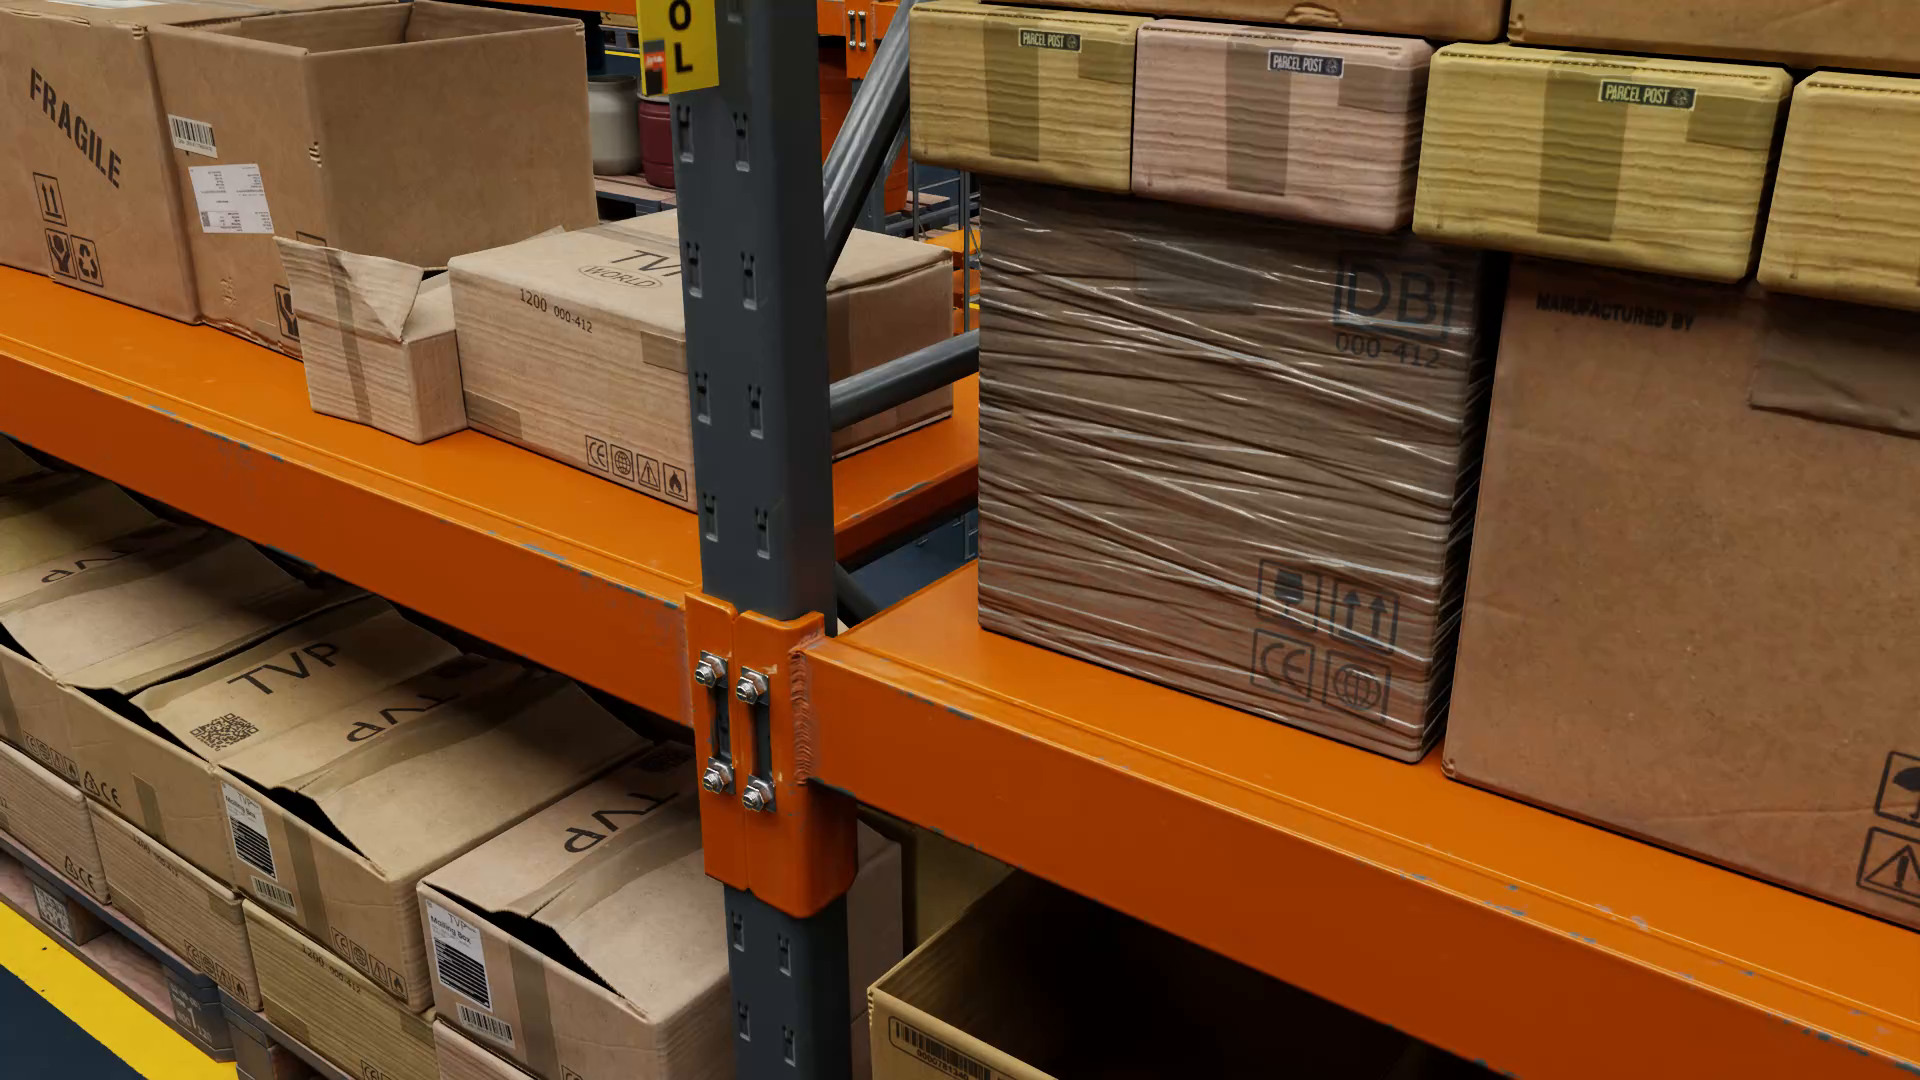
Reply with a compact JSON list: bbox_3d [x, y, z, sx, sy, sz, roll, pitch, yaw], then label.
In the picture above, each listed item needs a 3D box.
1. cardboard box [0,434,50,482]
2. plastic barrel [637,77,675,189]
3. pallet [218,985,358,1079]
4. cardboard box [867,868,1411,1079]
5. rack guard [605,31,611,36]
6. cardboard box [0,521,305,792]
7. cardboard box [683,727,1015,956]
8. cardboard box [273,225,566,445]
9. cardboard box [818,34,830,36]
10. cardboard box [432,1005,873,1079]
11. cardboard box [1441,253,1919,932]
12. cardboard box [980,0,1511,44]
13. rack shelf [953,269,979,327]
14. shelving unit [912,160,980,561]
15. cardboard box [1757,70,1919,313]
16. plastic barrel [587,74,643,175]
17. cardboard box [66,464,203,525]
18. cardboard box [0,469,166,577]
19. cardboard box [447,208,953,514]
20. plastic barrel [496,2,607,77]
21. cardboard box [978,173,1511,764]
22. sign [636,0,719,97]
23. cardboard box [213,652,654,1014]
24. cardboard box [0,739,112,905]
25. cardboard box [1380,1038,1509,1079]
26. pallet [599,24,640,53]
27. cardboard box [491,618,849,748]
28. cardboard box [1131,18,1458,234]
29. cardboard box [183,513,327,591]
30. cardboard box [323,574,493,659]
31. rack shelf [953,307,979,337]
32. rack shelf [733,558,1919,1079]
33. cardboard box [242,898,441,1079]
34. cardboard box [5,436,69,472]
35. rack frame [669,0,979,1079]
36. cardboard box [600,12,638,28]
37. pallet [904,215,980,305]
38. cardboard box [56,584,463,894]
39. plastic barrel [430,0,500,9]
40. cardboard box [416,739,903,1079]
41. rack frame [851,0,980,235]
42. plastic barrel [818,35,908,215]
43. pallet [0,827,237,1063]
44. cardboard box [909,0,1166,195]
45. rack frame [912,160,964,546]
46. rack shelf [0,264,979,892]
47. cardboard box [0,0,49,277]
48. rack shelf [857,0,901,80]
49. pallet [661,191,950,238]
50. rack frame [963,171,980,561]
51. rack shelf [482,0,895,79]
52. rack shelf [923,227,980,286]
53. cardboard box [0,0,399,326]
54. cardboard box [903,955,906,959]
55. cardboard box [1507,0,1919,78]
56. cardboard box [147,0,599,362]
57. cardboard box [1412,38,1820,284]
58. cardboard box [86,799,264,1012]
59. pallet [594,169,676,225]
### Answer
[{"bbox_3d":[-2.470,-0.061,3.862,0.500,0.311,0.500,16,28,32],"label":"cardboard box"},{"bbox_3d":[-1.470,-2.288,9.192,0.708,0.588,0.600,17,29,33],"label":"plastic barrel"},{"bbox_3d":[-0.550,0.862,3.032,1.213,0.211,1.003,17,29,33],"label":"pallet"},{"bbox_3d":[0.246,0.687,1.929,0.500,0.500,0.500,17,29,33],"label":"cardboard box"},{"bbox_3d":[-3.615,-5.208,16.450,0.348,0.500,1.175,17,29,33],"label":"rack guard"},{"bbox_3d":[-1.651,0.187,3.299,0.500,0.311,0.500,16,29,33],"label":"cardboard box"},{"bbox_3d":[-0.119,0.380,2.860,0.500,0.311,0.500,17,29,33],"label":"cardboard box"},{"bbox_3d":[-0.751,-0.341,2.470,0.258,0.266,0.396,16,28,32],"label":"cardboard box"},{"bbox_3d":[-0.875,-4.784,14.502,0.875,0.875,0.875,17,29,33],"label":"cardboard box"},{"bbox_3d":[-0.443,0.811,2.579,0.500,0.250,0.500,16,29,33],"label":"cardboard box"},{"bbox_3d":[0.847,-0.064,1.551,0.500,0.500,0.700,16,29,33],"label":"cardboard box"},{"bbox_3d":[0.422,-0.783,1.574,0.500,0.500,0.700,17,29,34],"label":"cardboard box"},{"bbox_3d":[0.012,-0.725,4.921,0.180,0.103,0.258,17,29,33],"label":"rack shelf"},{"bbox_3d":[0.012,-0.546,5.000,0.189,1.200,0.258,17,29,33],"label":"shelving unit"},{"bbox_3d":[0.781,-0.278,1.233,0.250,0.149,0.380,17,29,33],"label":"cardboard box"},{"bbox_3d":[-1.975,-2.361,9.452,0.421,0.512,0.421,0,24,0],"label":"plastic barrel"},{"bbox_3d":[-1.749,-0.113,3.980,0.500,0.311,0.500,17,29,33],"label":"cardboard box"},{"bbox_3d":[-2.063,0.063,3.580,0.500,0.311,0.500,16,28,32],"label":"cardboard box"},{"bbox_3d":[-0.357,-0.285,2.363,0.500,0.250,0.500,19,30,36],"label":"cardboard box"},{"bbox_3d":[-2.373,-2.704,9.749,0.708,0.901,0.600,17,29,33],"label":"plastic barrel"},{"bbox_3d":[0.422,-0.189,1.835,0.500,0.500,0.700,16,28,32],"label":"cardboard box"},{"bbox_3d":[-0.255,-0.565,1.474,0.005,0.325,0.100,17,29,33],"label":"sign"},{"bbox_3d":[-0.853,0.431,2.744,0.500,0.311,0.500,18,29,35],"label":"cardboard box"},{"bbox_3d":[-1.663,0.441,3.419,0.500,0.250,0.500,18,29,34],"label":"cardboard box"},{"bbox_3d":[0.651,0.806,1.661,0.500,0.500,0.500,17,29,33],"label":"cardboard box"},{"bbox_3d":[-2.909,-4.902,16.113,1.213,0.211,1.003,17,29,33],"label":"pallet"},{"bbox_3d":[-0.516,0.258,3.139,0.500,0.311,0.500,16,29,33],"label":"cardboard box"},{"bbox_3d":[0.362,-0.403,1.517,0.250,0.149,0.380,17,29,34],"label":"cardboard box"},{"bbox_3d":[-1.350,0.009,3.703,0.500,0.311,0.500,18,29,35],"label":"cardboard box"},{"bbox_3d":[-0.931,0.133,3.422,0.500,0.311,0.500,16,28,32],"label":"cardboard box"},{"bbox_3d":[0.012,-0.615,4.970,0.180,0.103,0.258,17,29,33],"label":"rack shelf"},{"bbox_3d":[1.663,0.564,1.142,4.000,0.370,1.077,17,29,33],"label":"rack shelf"},{"bbox_3d":[-0.847,0.688,2.858,0.500,0.250,0.500,16,29,33],"label":"cardboard box"},{"bbox_3d":[-2.151,-0.236,4.259,0.500,0.311,0.500,16,29,33],"label":"cardboard box"},{"bbox_3d":[0.063,-0.249,2.094,0.127,3.000,1.000,17,29,33],"label":"rack frame"},{"bbox_3d":[-3.035,-5.437,15.983,0.875,0.875,0.875,17,29,33],"label":"cardboard box"},{"bbox_3d":[0.432,-1.337,8.024,1.213,0.211,1.003,17,29,33],"label":"pallet"},{"bbox_3d":[-1.251,0.310,3.020,0.500,0.311,0.500,17,29,33],"label":"cardboard box"},{"bbox_3d":[-2.940,-2.875,10.138,0.708,0.901,0.600,17,29,33],"label":"plastic barrel"},{"bbox_3d":[-0.433,0.555,2.463,0.500,0.311,0.500,17,29,33],"label":"cardboard box"},{"bbox_3d":[-0.164,-2.813,7.915,0.127,3.000,1.000,17,29,33],"label":"rack frame"},{"bbox_3d":[-0.566,-2.125,8.524,0.708,0.830,0.600,17,29,33],"label":"plastic barrel"},{"bbox_3d":[-1.531,0.567,3.702,1.213,0.211,1.003,17,29,33],"label":"pallet"},{"bbox_3d":[0.162,-0.464,1.654,0.250,0.149,0.380,17,29,33],"label":"cardboard box"},{"bbox_3d":[-0.062,-0.568,5.050,0.006,1.200,0.240,17,29,33],"label":"rack frame"},{"bbox_3d":[-1.538,-0.403,3.337,4.000,0.370,1.077,17,29,33],"label":"rack shelf"},{"bbox_3d":[-1.786,-0.861,3.361,0.500,0.500,0.500,15,28,31],"label":"cardboard box"},{"bbox_3d":[1.436,-2.000,6.962,4.000,0.370,1.077,17,29,33],"label":"rack shelf"},{"bbox_3d":[-0.820,-1.714,8.879,1.213,0.211,1.003,17,29,33],"label":"pallet"},{"bbox_3d":[0.085,-0.523,4.950,0.006,1.200,0.240,17,29,33],"label":"rack frame"},{"bbox_3d":[-1.765,-2.968,9.158,4.000,0.370,1.077,17,29,33],"label":"rack shelf"},{"bbox_3d":[0.012,-0.834,4.873,0.180,0.103,0.258,17,29,33],"label":"rack shelf"},{"bbox_3d":[-1.364,-0.734,3.072,0.500,0.500,0.500,17,29,33],"label":"cardboard box"},{"bbox_3d":[-0.111,0.640,2.967,0.500,0.250,0.500,16,28,32],"label":"cardboard box"},{"bbox_3d":[0.827,-0.661,1.297,0.500,0.500,0.700,17,29,33],"label":"cardboard box"},{"bbox_3d":[-0.964,-0.613,2.797,0.500,0.500,0.500,19,30,37],"label":"cardboard box"},{"bbox_3d":[0.570,-0.341,1.376,0.250,0.149,0.380,16,28,32],"label":"cardboard box"},{"bbox_3d":[-1.256,0.564,3.139,0.500,0.250,0.500,18,29,34],"label":"cardboard box"},{"bbox_3d":[-1.792,-2.010,9.549,1.213,0.211,1.003,17,29,33],"label":"pallet"}]
